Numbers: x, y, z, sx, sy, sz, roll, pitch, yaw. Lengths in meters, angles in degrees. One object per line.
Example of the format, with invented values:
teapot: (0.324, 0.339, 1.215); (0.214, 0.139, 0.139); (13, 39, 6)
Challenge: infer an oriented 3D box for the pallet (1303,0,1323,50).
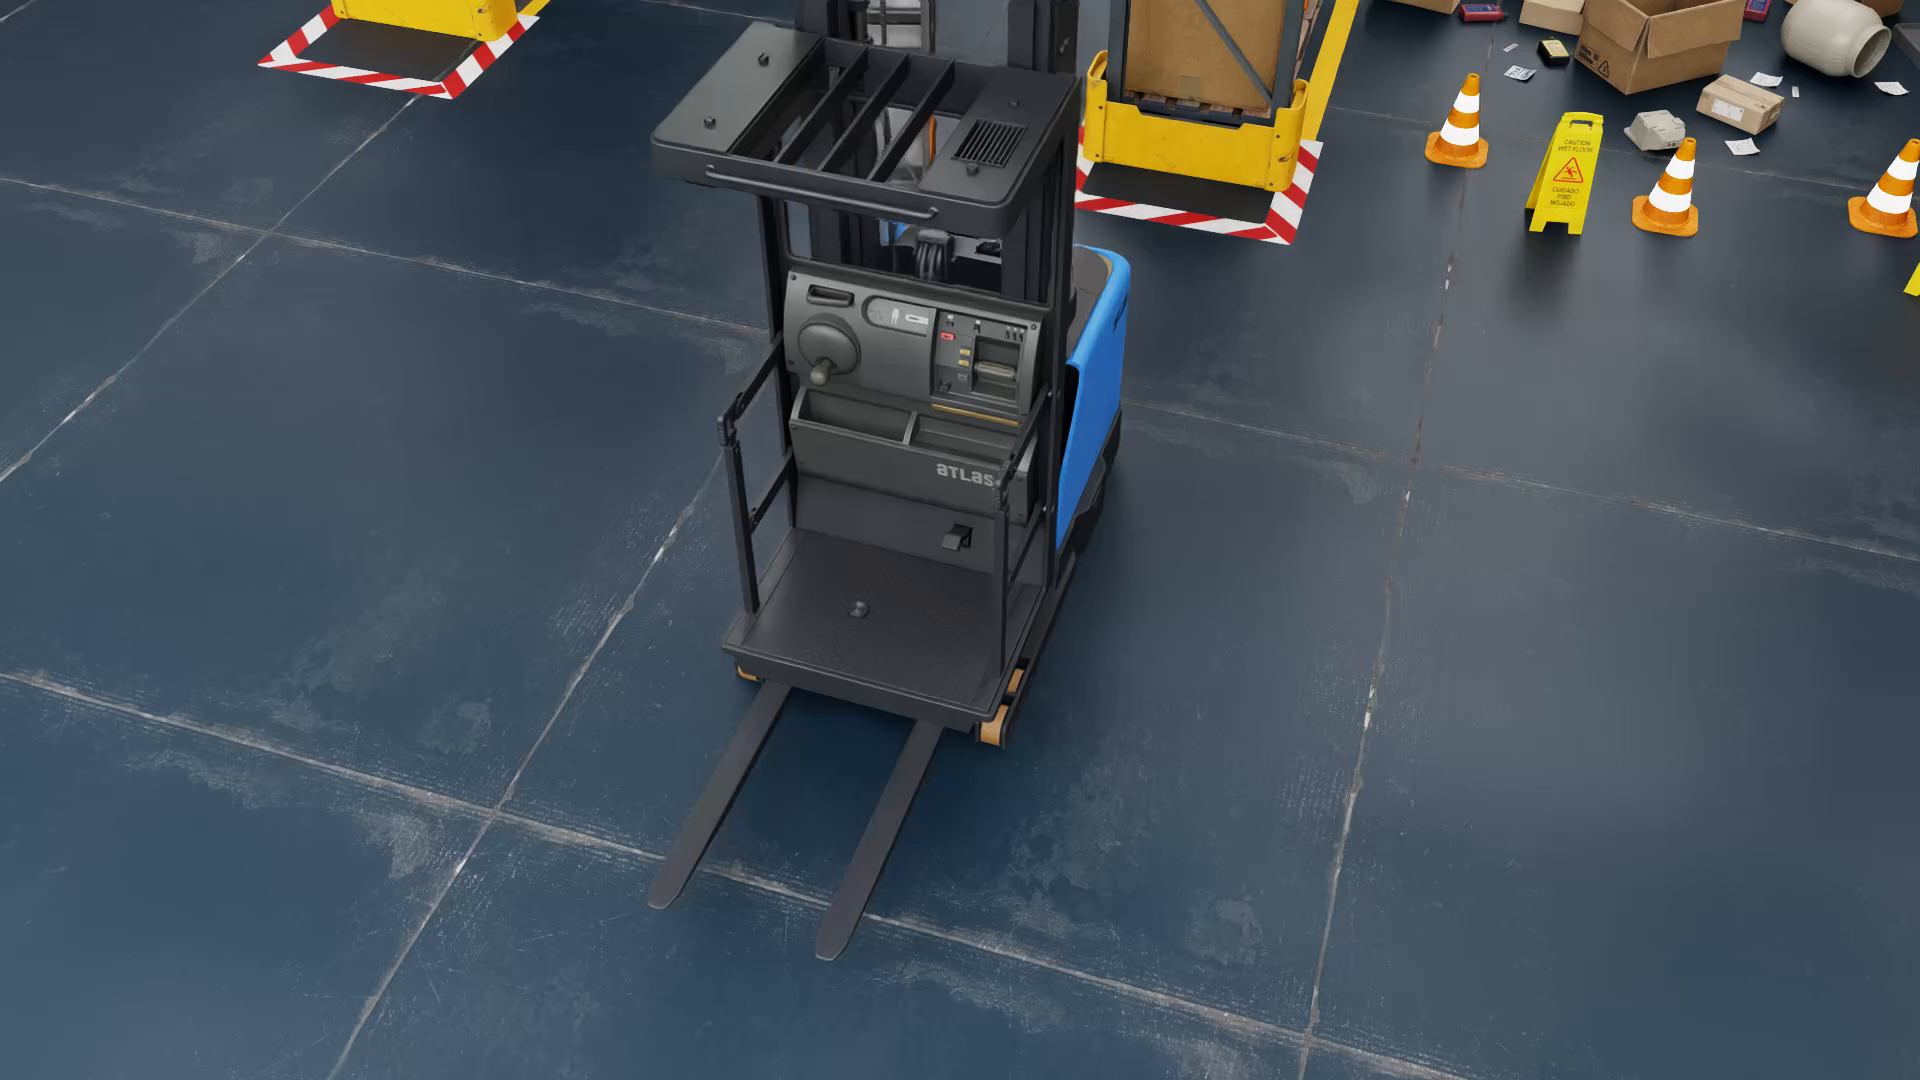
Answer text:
pallet: (1.830, -3.582, 10.658); (1.003, 0.211, 1.213); (13, 46, 13)

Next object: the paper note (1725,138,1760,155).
paper note: (4.429, -2.228, 9.404); (0.148, 0.019, 0.142); (-2, 44, -2)

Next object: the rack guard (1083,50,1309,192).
rack guard: (1.284, -2.309, 9.151); (1.175, 0.500, 0.348); (13, 46, 13)

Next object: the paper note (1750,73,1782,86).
paper note: (4.829, -2.758, 9.954); (0.148, 0.019, 0.142); (28, 51, 26)

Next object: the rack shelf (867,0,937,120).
rack shelf: (-0.314, -2.072, 6.784); (0.431, 0.518, 0.480); (1, 44, 1)

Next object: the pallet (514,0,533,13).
pallet: (-3.103, -3.924, 11.008); (1.003, 0.211, 1.213); (13, 46, 13)

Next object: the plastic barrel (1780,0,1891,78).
plastic barrel: (5.222, -3.014, 9.926); (0.421, 0.421, 0.512); (-24, 49, -22)

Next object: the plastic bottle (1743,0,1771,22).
plastic bottle: (5.073, -3.390, 10.570); (0.133, 0.061, 0.283); (20, 48, 19)

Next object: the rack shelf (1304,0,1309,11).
rack shelf: (1.897, -4.294, 9.907); (1.077, 0.370, 4.000); (13, 46, 13)

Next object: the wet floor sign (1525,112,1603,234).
wet floor sign: (3.169, -1.938, 8.668); (0.267, 0.644, 0.232); (5, 45, 5)

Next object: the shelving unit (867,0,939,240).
shelving unit: (-0.314, -1.581, 7.264); (0.431, 2.100, 0.503); (1, 44, 1)

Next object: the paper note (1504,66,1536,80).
paper note: (3.372, -2.814, 10.004); (0.144, 0.017, 0.142); (28, 51, 26)

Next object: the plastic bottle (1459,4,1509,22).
plastic bottle: (3.314, -3.333, 10.511); (0.283, 0.061, 0.133); (-2, 44, -2)

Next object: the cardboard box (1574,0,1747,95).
cardboard box: (4.158, -3.052, 9.908); (0.797, 0.503, 0.637); (-16, 47, -16)

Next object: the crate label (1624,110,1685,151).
crate label: (3.958, -2.320, 9.421); (0.250, 0.136, 0.298); (-9, 45, -9)

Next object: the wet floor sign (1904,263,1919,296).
wet floor sign: (4.962, -1.496, 8.216); (0.267, 0.644, 0.232); (28, 51, 26)

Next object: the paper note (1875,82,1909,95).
paper note: (5.537, -2.690, 9.876); (0.142, 0.019, 0.148); (-2, 44, -2)

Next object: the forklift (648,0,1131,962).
forklift: (-0.242, -0.590, 5.656); (1.130, 2.935, 3.031); (13, 46, 13)

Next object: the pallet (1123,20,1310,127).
pallet: (1.459, -2.771, 9.830); (1.003, 0.211, 1.213); (13, 46, 13)

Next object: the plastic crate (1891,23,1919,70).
plastic crate: (5.994, -2.987, 10.144); (0.402, 0.080, 0.583); (-2, 44, -2)

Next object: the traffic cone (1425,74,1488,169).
traffic cone: (2.805, -2.365, 9.235); (0.336, 0.463, 0.334); (13, 46, 13)

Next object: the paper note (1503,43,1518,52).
paper note: (3.393, -3.034, 10.242); (0.123, 0.001, 0.032); (-33, 53, -29)

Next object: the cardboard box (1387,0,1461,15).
cardboard box: (3.010, -3.740, 10.612); (0.500, 0.500, 0.500); (20, 48, 19)

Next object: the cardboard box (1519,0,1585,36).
cardboard box: (3.737, -3.371, 10.405); (0.396, 0.266, 0.258); (20, 48, 19)

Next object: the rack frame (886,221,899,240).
rack frame: (-0.310, -1.752, 7.438); (0.400, 2.100, 0.015); (1, 44, 1)

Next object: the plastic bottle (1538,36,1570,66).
plastic bottle: (3.621, -2.996, 10.167); (0.133, 0.061, 0.283); (-2, 44, -2)

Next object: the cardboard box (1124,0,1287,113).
cardboard box: (1.434, -3.075, 9.366); (0.875, 0.875, 0.875); (13, 46, 13)

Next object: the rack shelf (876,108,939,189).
rack shelf: (-0.314, -1.572, 7.273); (0.431, 0.518, 0.480); (1, 44, 1)

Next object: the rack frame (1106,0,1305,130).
rack frame: (1.291, -3.218, 8.293); (1.000, 3.000, 0.127); (13, 46, 13)

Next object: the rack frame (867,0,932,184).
rack frame: (-0.318, -1.411, 7.089); (0.400, 2.100, 0.015); (1, 44, 1)

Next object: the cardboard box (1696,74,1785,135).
cardboard box: (4.511, -2.519, 9.617); (0.250, 0.149, 0.380); (-33, 53, -29)

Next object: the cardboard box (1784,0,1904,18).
cardboard box: (5.629, -3.585, 10.453); (0.500, 0.500, 0.500); (-24, 49, -22)

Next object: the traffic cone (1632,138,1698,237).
traffic cone: (3.779, -1.899, 8.759); (0.336, 0.463, 0.334); (13, 46, 13)

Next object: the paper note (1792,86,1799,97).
paper note: (4.953, -2.658, 9.858); (0.032, 0.001, 0.123); (13, 46, 13)

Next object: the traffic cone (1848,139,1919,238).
traffic cone: (4.940, -1.890, 8.750); (0.336, 0.463, 0.334); (13, 46, 13)

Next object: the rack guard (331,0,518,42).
rack guard: (-3.382, -3.493, 10.362); (1.175, 0.500, 0.348); (13, 46, 13)
